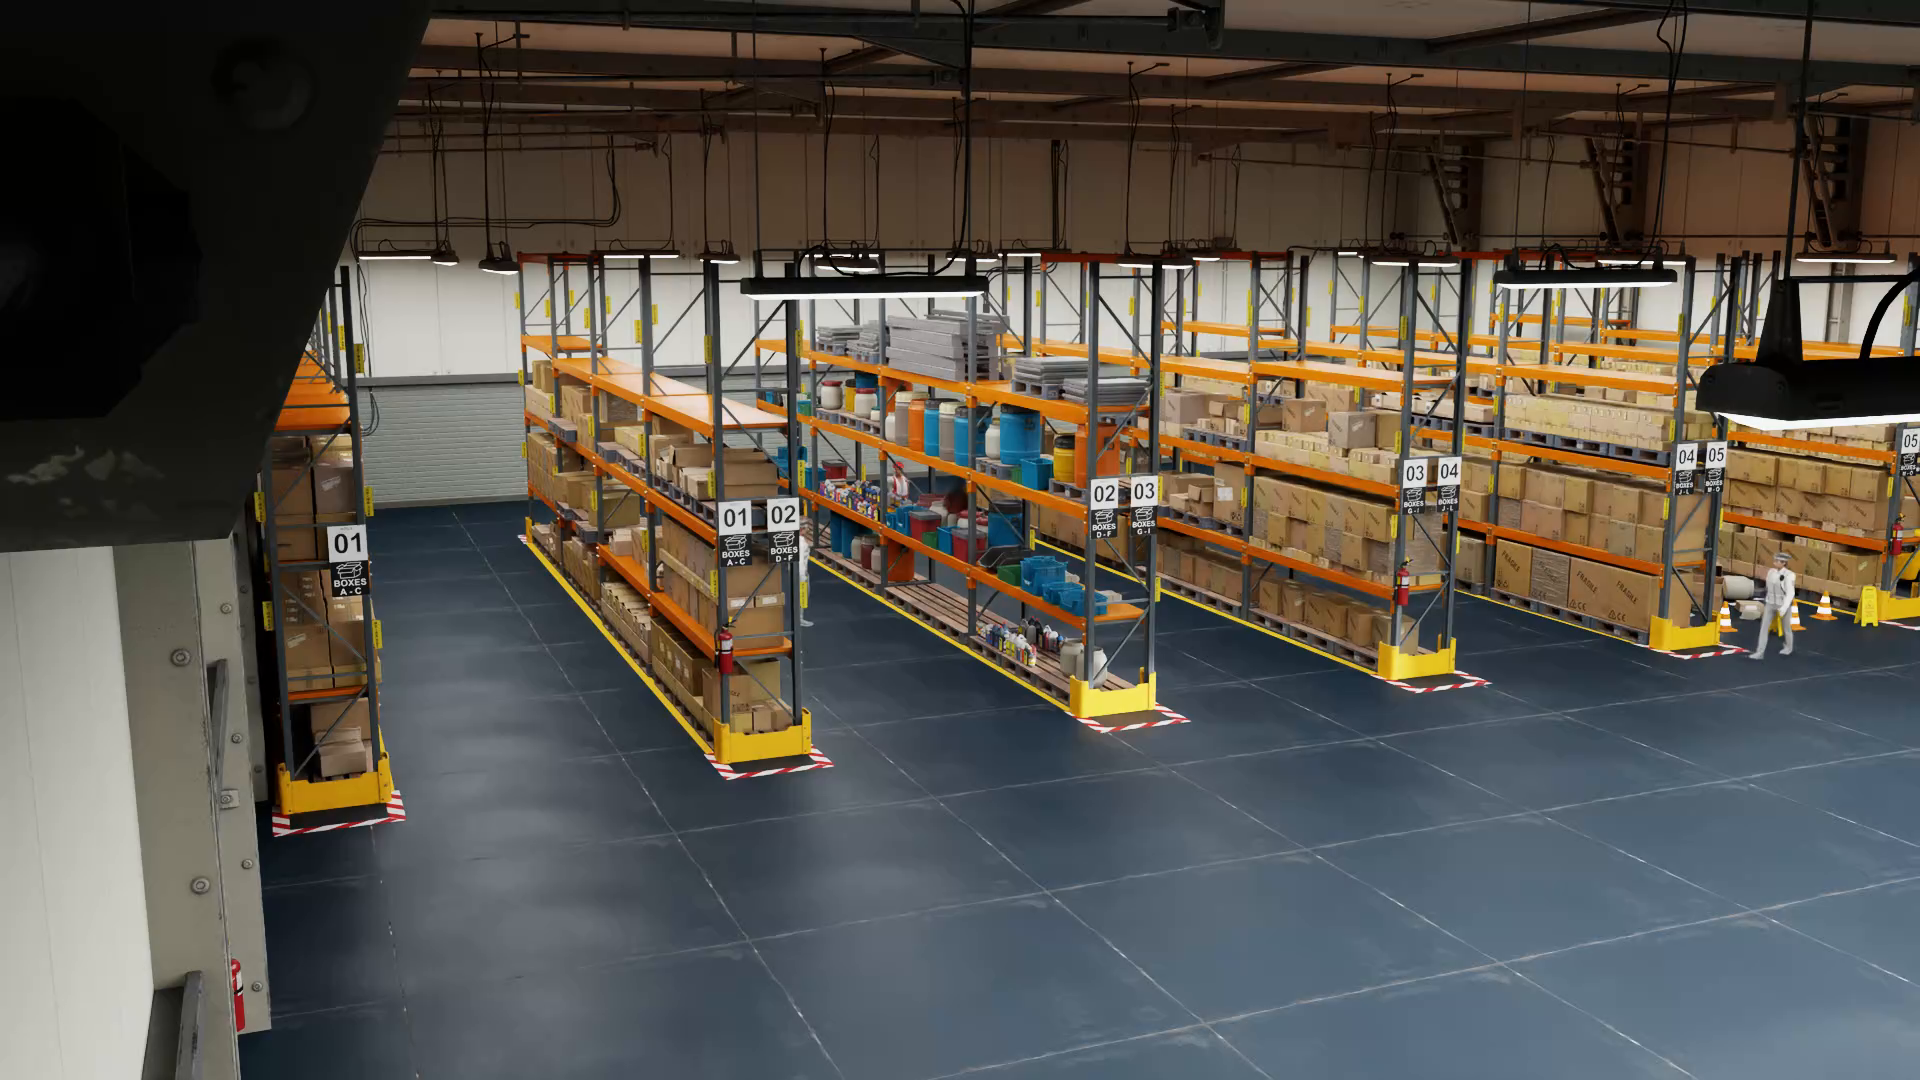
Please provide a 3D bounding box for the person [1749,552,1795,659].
[{"bbox_3d":[12.319,0.979,25.043,0.465,1.627,0.972,10,14,44],"label":"person"}]

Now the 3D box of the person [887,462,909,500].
[{"bbox_3d":[-1.222,-0.719,33.907,0.616,1.751,0.939,-6,12,-31],"label":"person"}]

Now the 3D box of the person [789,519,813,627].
[{"bbox_3d":[-2.499,0.534,25.989,0.399,1.712,0.522,0,10,2],"label":"person"}]
